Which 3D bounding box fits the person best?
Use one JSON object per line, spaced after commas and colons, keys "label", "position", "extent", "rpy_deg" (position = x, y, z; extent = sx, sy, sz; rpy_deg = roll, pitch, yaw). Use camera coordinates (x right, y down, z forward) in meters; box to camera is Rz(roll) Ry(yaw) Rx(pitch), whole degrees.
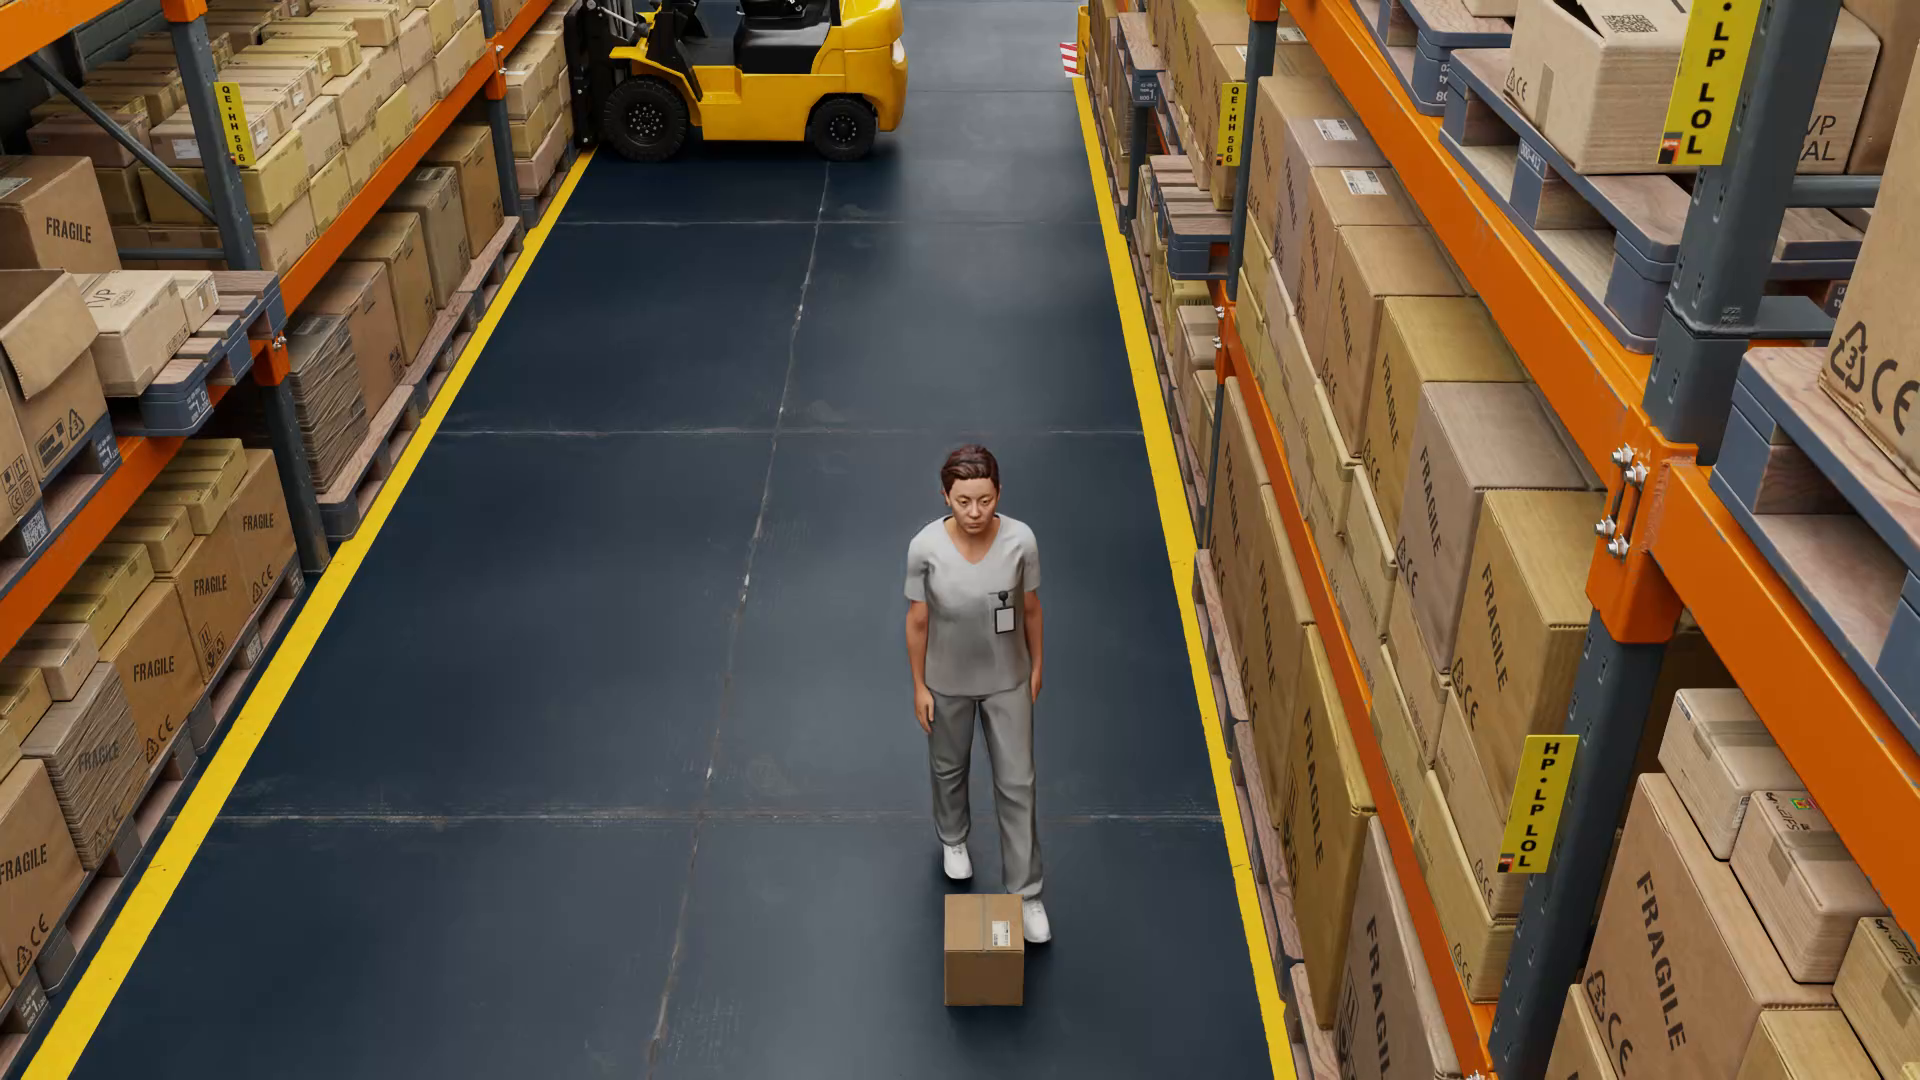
{"label": "person", "position": [0.058, 0.494, 5.315], "extent": [0.462, 1.662, 0.639], "rpy_deg": [-2, 32, -2]}
